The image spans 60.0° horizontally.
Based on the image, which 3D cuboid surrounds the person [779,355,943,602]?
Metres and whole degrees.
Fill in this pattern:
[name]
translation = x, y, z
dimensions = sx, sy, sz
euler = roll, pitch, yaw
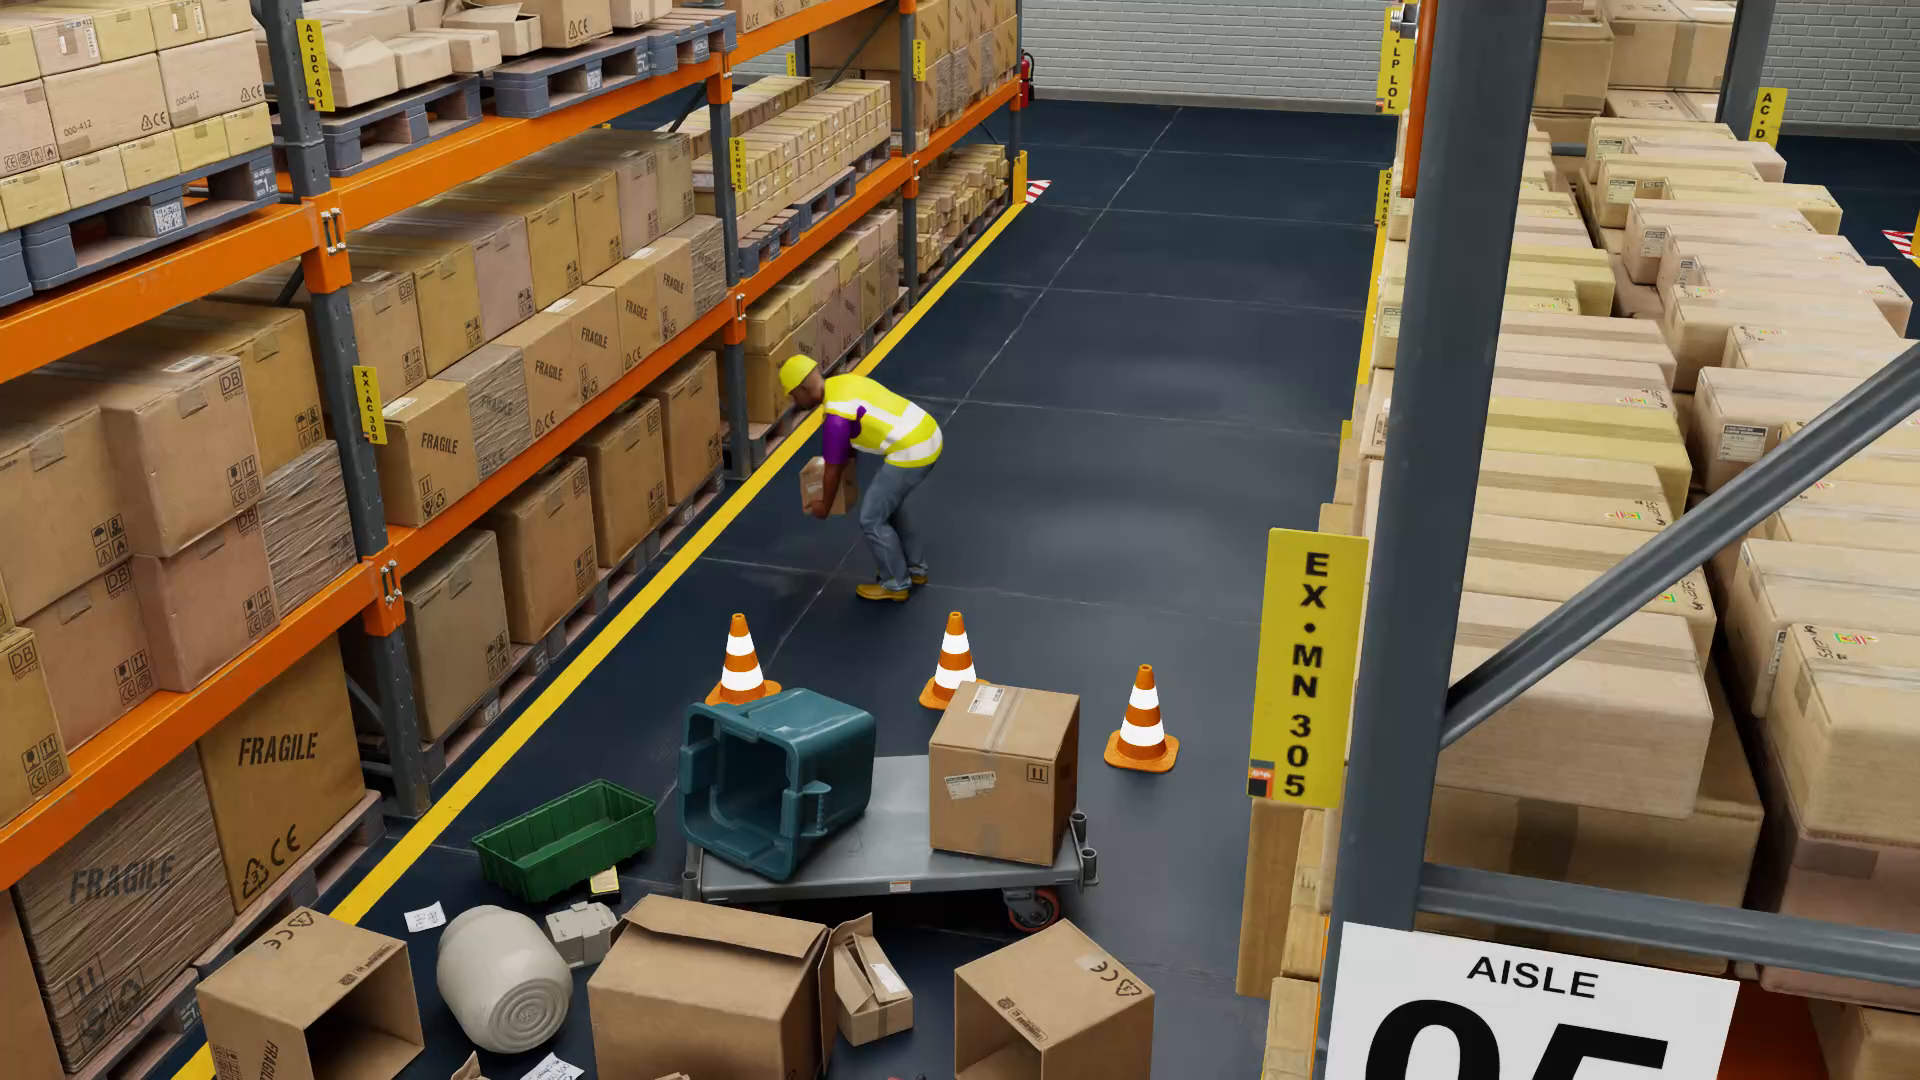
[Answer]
[person]
translation = -0.551, -0.351, 9.281
dimensions = 0.897, 1.376, 0.490
euler = 5, 26, 11
